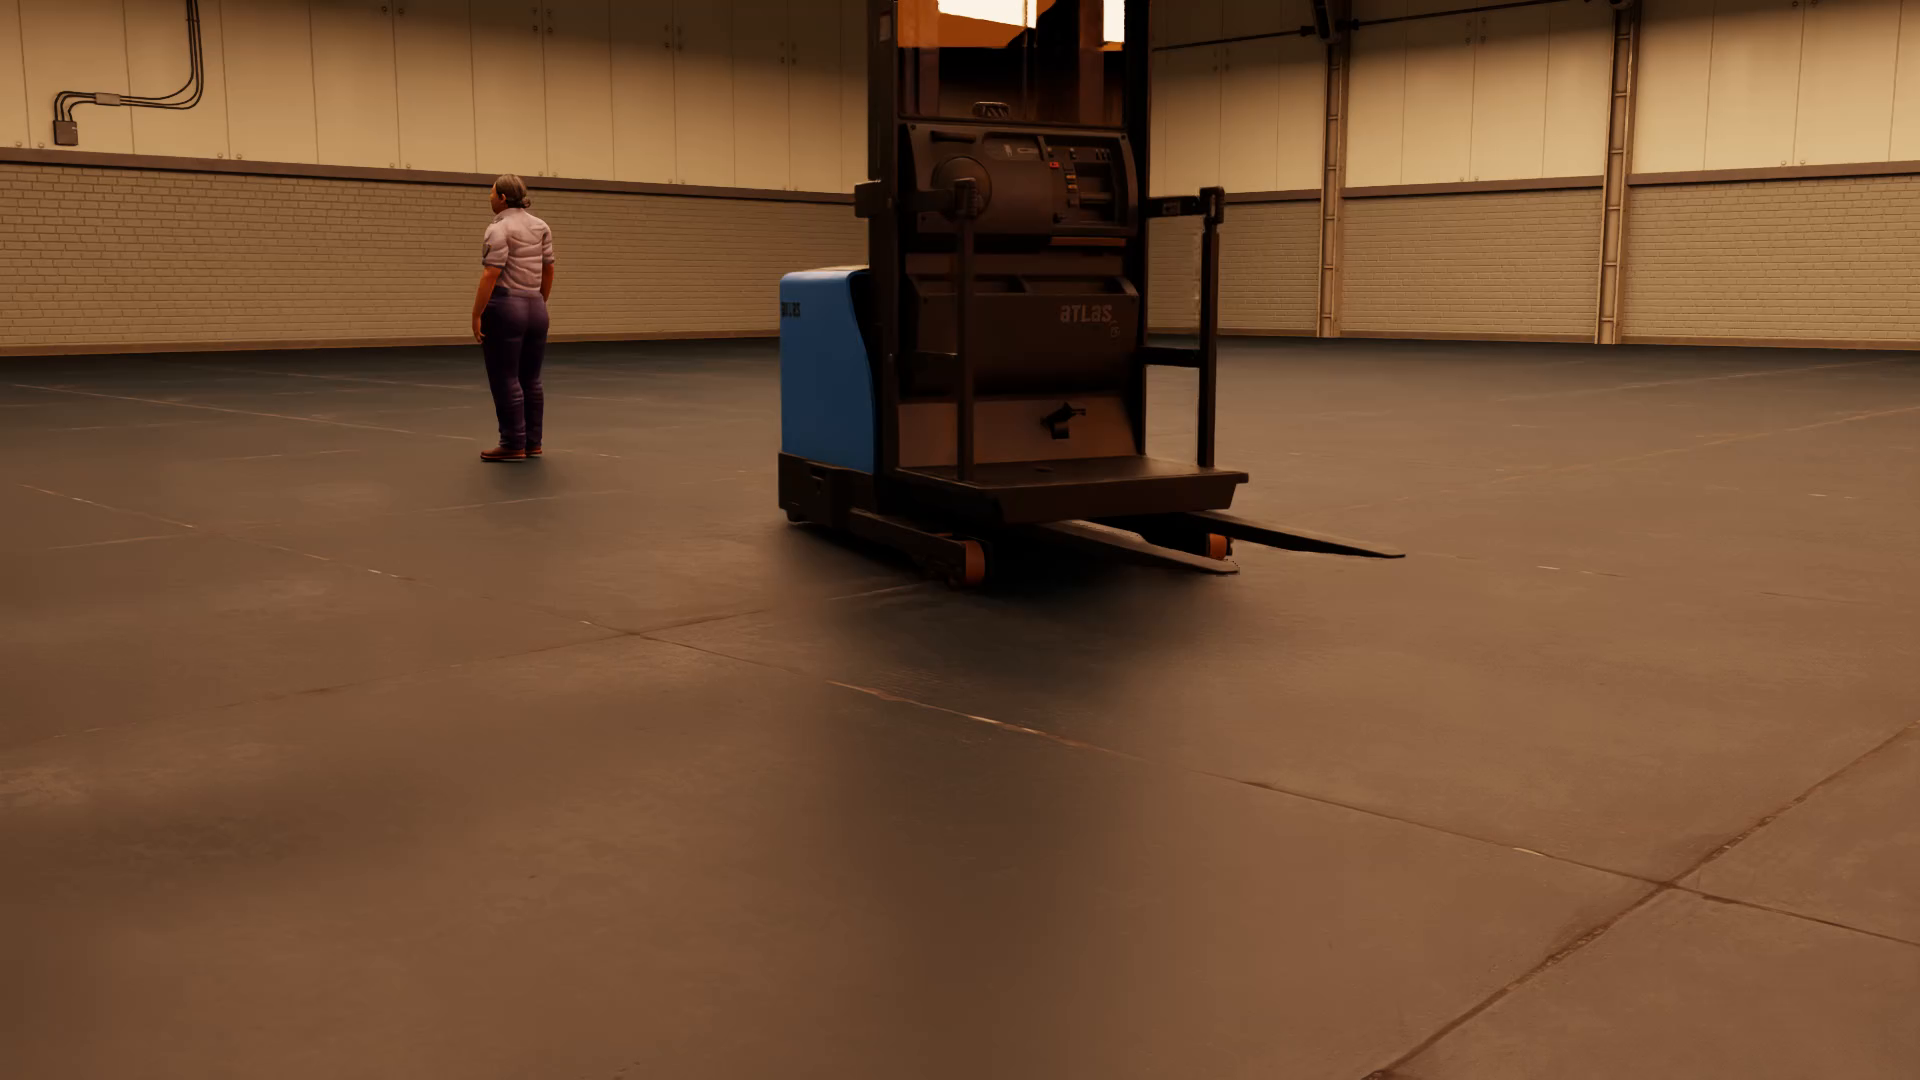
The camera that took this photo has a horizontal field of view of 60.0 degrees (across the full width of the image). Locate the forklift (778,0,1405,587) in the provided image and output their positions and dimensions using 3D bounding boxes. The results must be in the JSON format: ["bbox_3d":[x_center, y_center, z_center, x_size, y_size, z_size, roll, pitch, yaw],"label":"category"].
[{"bbox_3d":[0.336,-1.363,5.924,1.130,2.935,3.031,-4,10,-27],"label":"forklift"}]

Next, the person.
[{"bbox_3d":[-2.670,-1.295,9.740,0.502,1.651,0.598,5,10,29],"label":"person"}]
